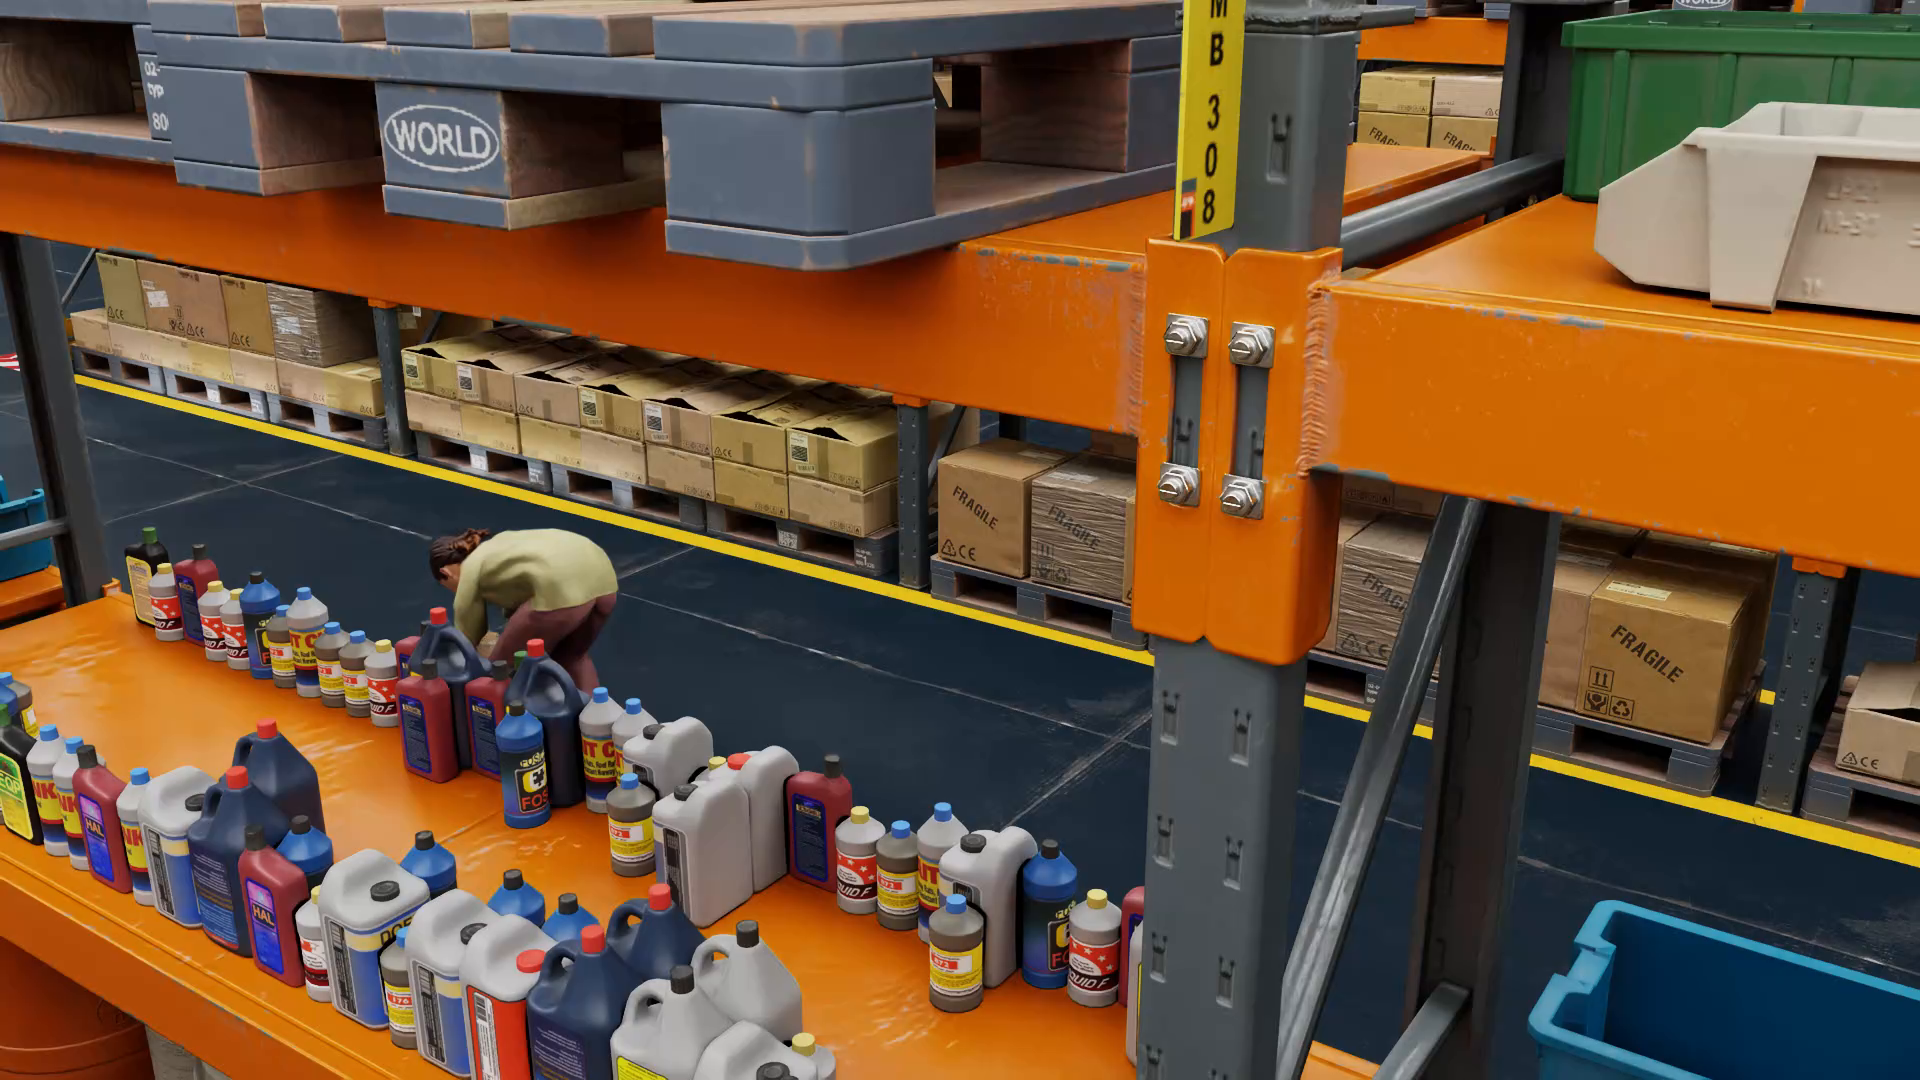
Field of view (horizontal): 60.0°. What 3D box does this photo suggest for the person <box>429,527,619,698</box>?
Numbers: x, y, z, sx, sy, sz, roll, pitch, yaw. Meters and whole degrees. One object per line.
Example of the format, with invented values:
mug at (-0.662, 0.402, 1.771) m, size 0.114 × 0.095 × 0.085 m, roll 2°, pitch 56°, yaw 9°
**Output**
person at (-1.684, 0.435, 6.419) m, size 0.865 × 0.962 × 0.436 m, roll 12°, pitch 23°, yaw 30°
